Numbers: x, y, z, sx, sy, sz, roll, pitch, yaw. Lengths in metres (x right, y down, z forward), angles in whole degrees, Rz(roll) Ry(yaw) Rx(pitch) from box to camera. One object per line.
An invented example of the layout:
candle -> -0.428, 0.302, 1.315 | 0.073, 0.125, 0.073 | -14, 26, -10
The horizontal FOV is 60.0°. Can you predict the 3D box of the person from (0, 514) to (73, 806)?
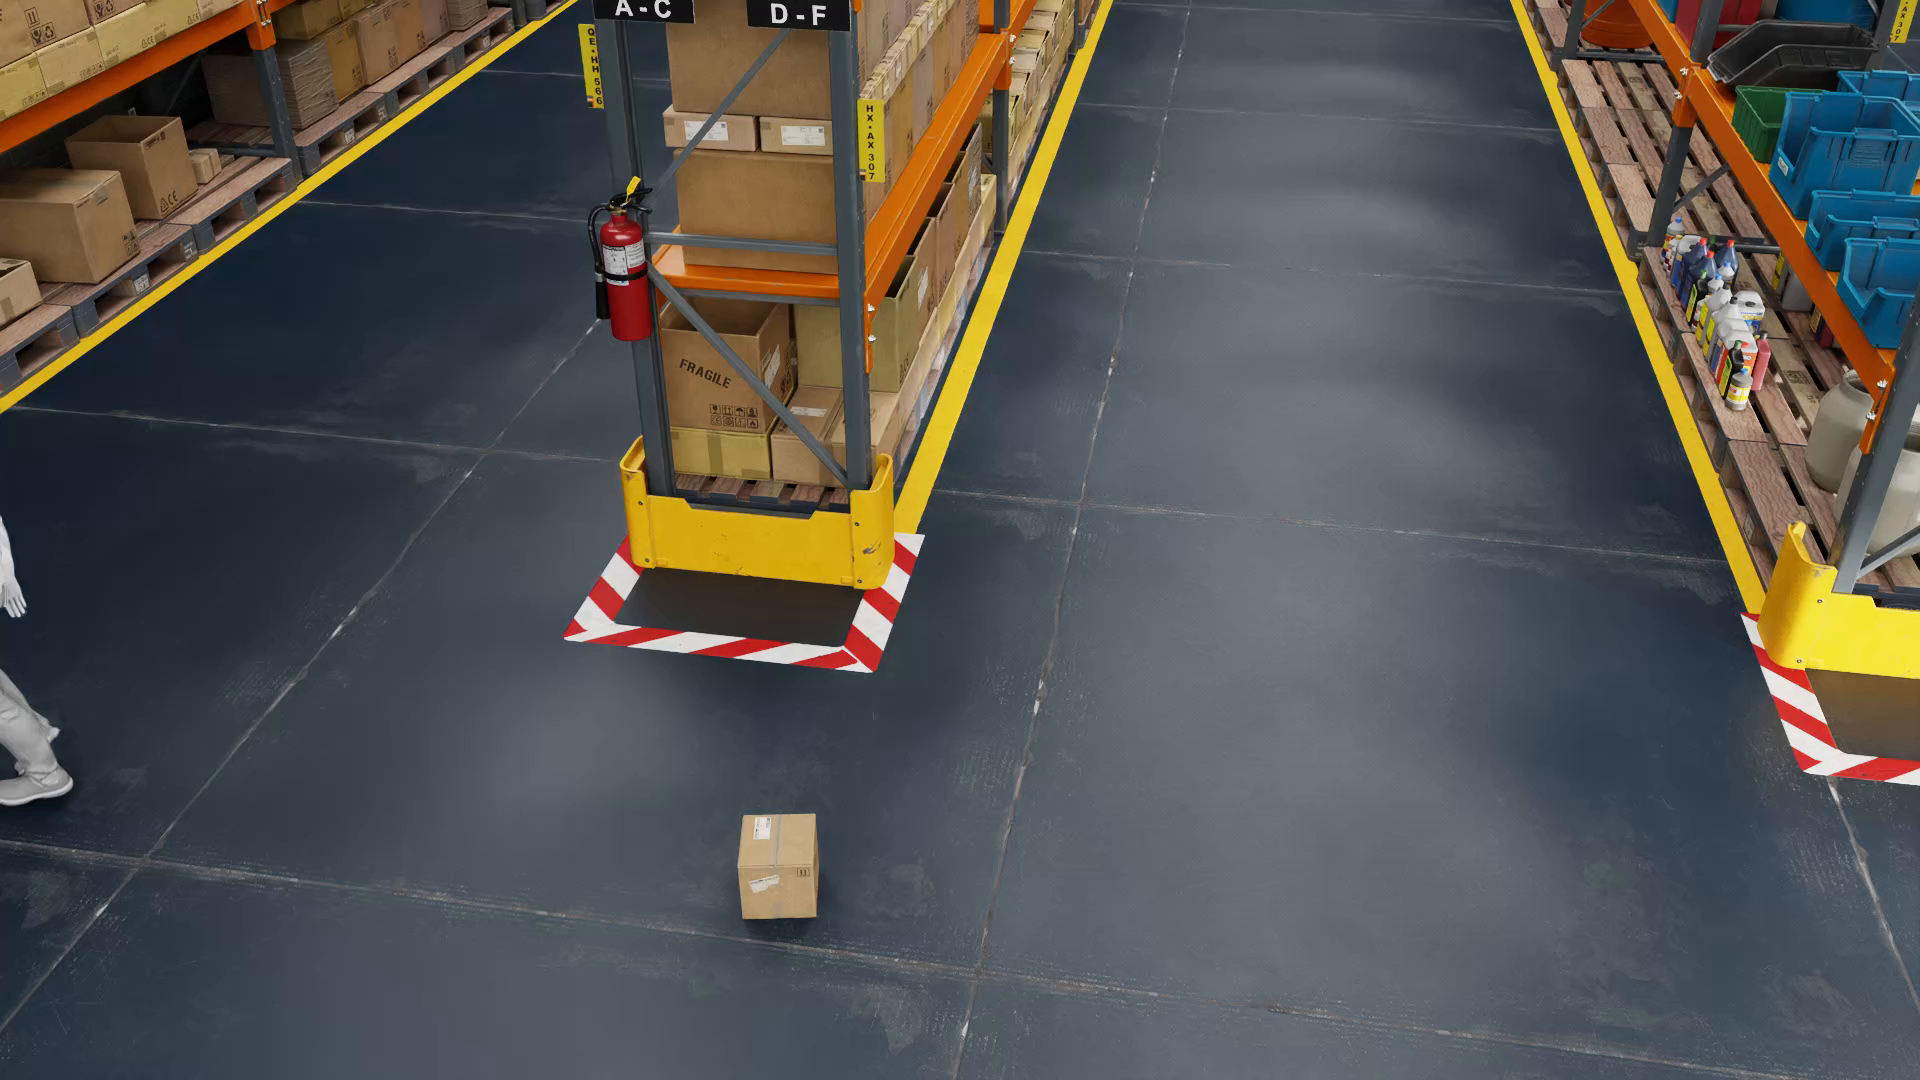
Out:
person -> -3.501, 0.230, 5.731 | 0.441, 1.710, 0.495 | 0, 33, 0
